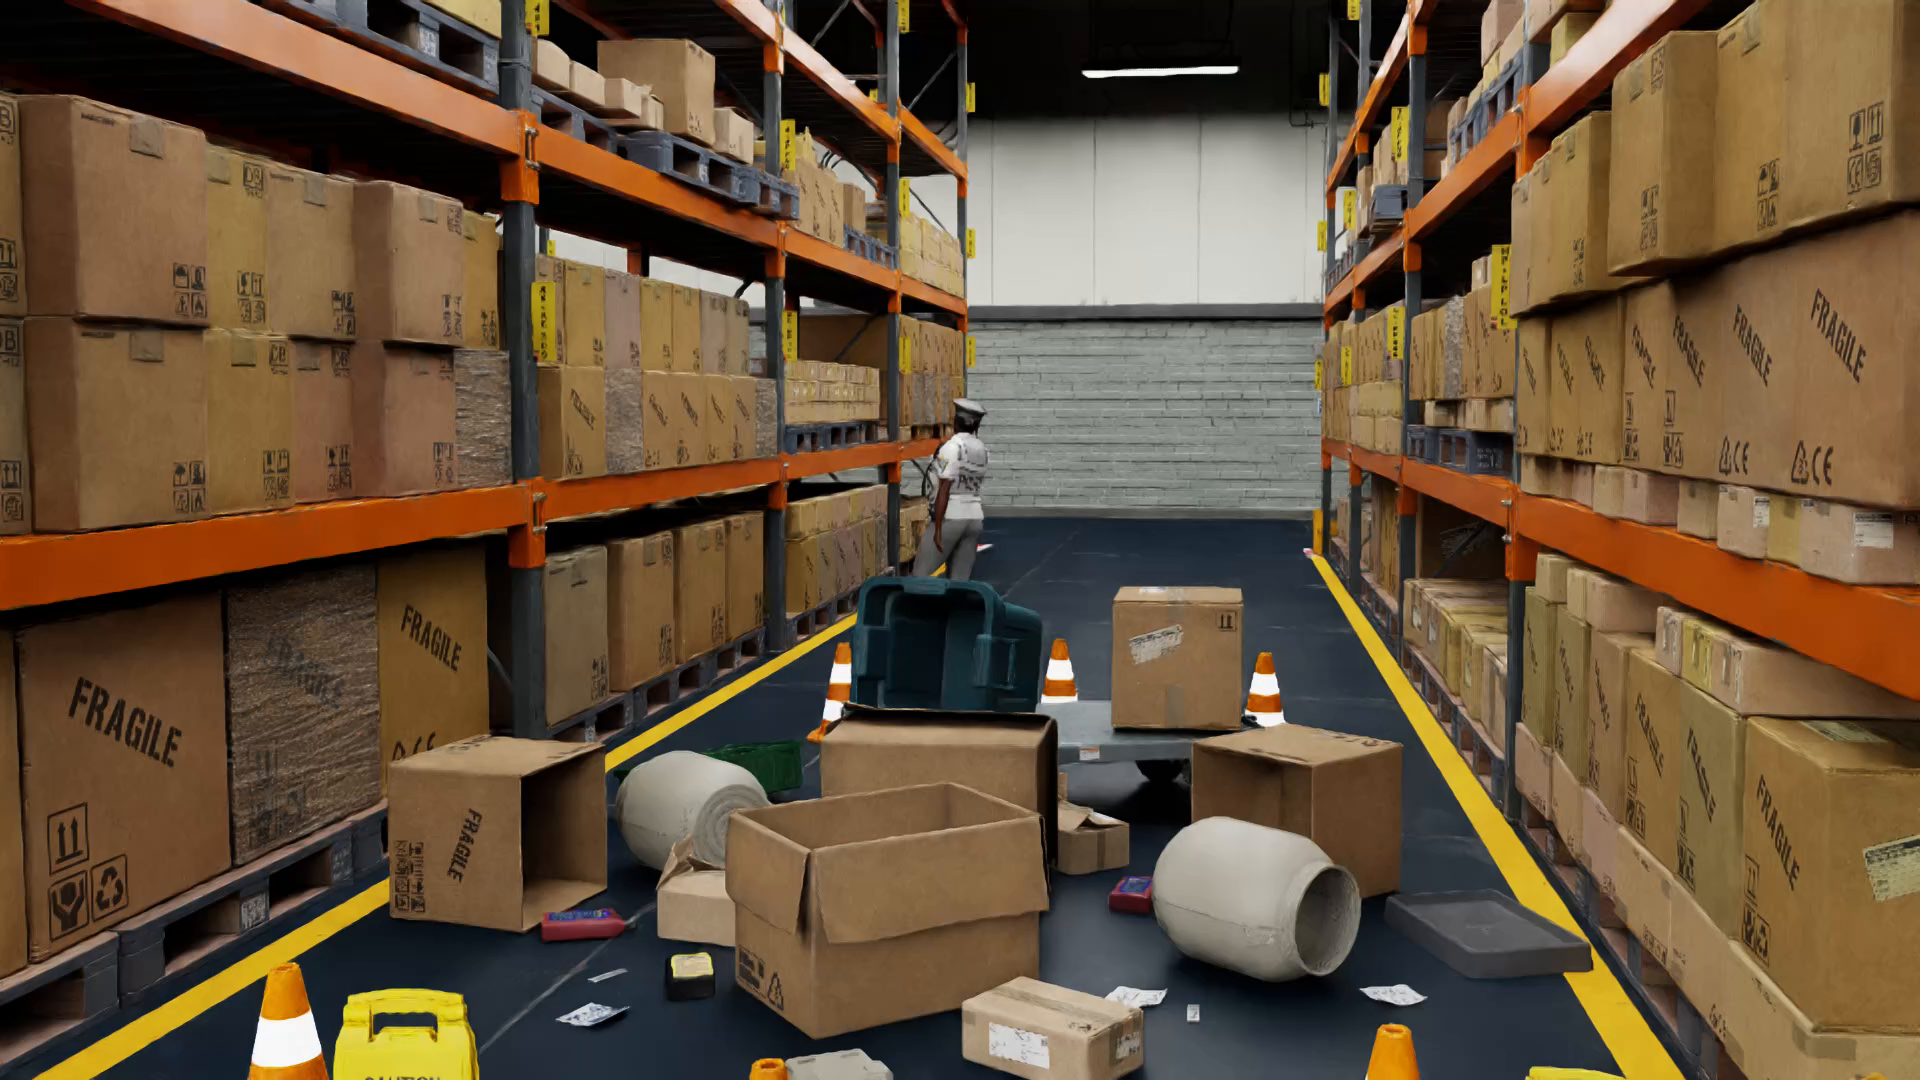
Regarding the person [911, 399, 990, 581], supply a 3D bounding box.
[{"bbox_3d":[-0.052,-0.067,10.684,0.410,1.649,0.570,3,6,37],"label":"person"}]
